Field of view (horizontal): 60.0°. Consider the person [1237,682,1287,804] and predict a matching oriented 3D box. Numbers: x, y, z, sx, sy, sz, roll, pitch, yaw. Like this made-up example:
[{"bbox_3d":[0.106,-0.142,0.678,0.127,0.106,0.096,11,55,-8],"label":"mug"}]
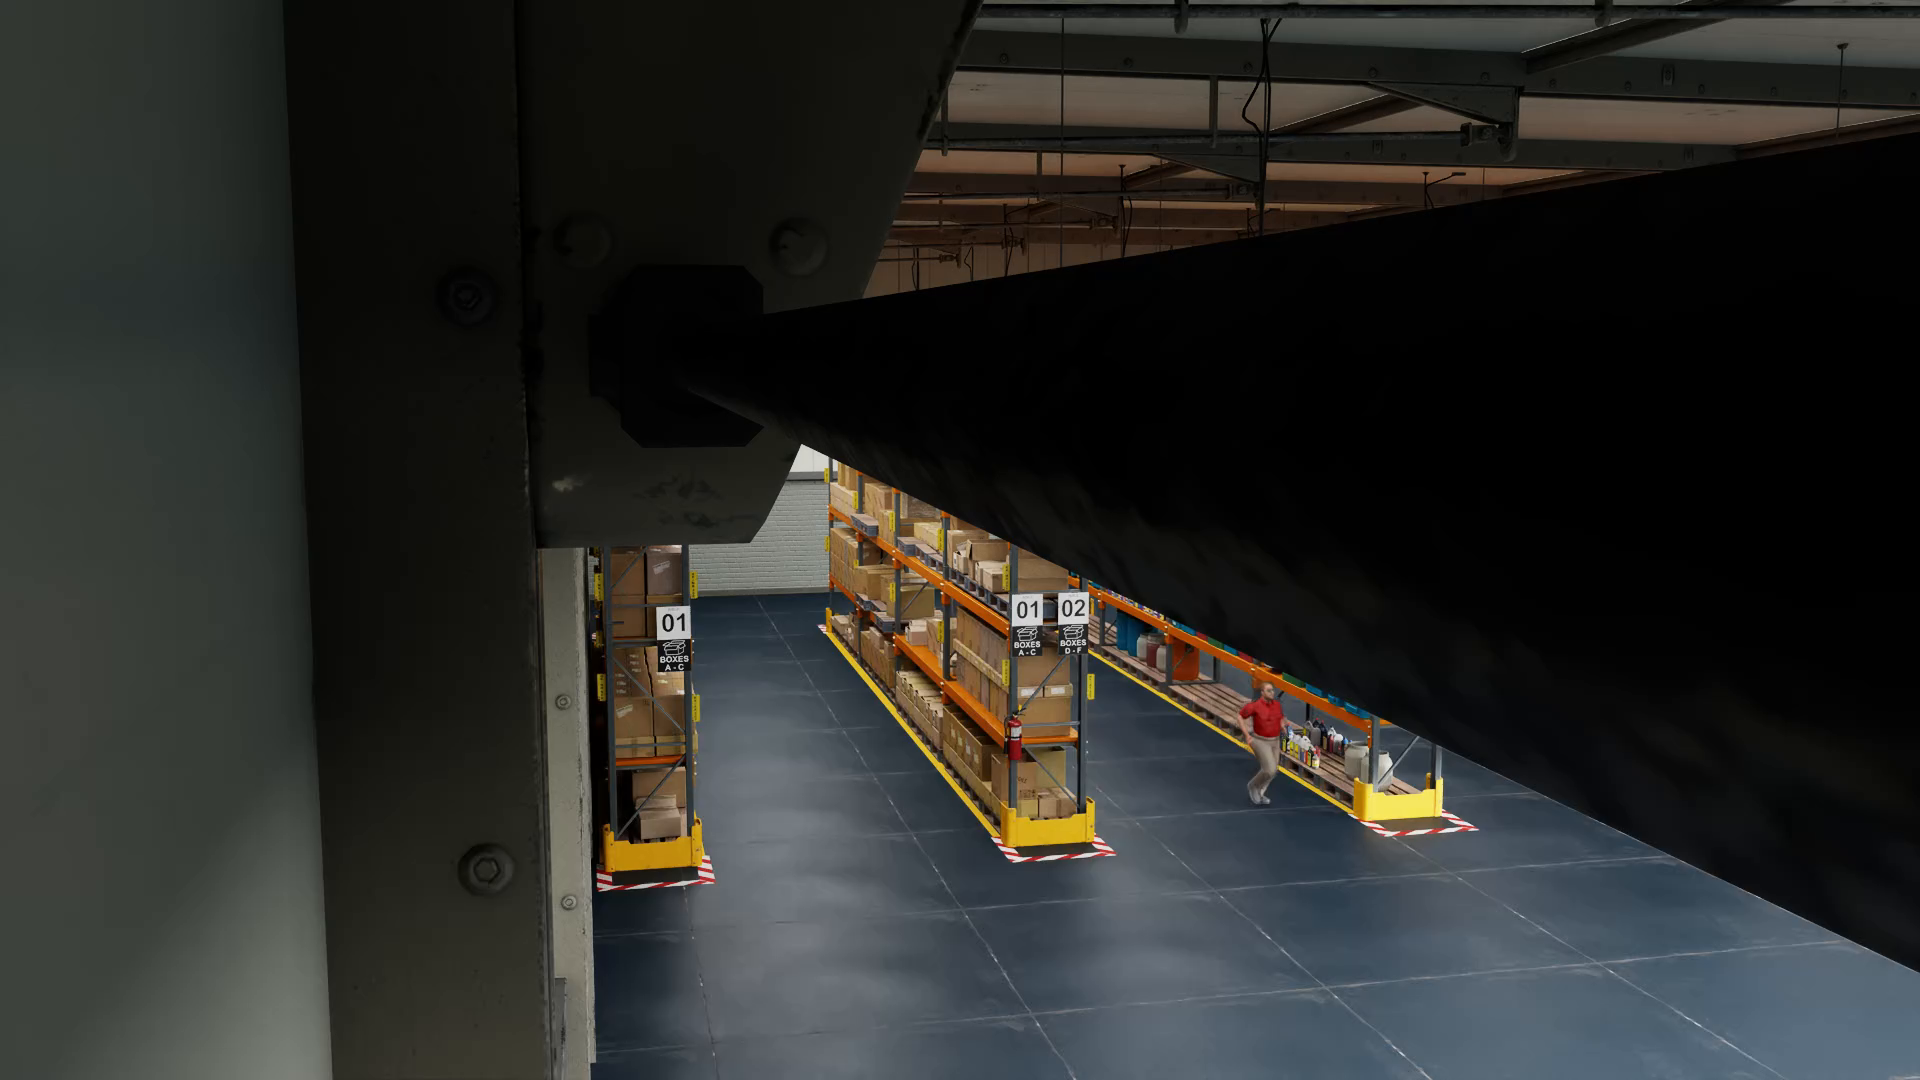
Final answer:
[{"bbox_3d":[4.206,2.791,22.696,0.647,1.686,0.633,-4,8,-31],"label":"person"}]
